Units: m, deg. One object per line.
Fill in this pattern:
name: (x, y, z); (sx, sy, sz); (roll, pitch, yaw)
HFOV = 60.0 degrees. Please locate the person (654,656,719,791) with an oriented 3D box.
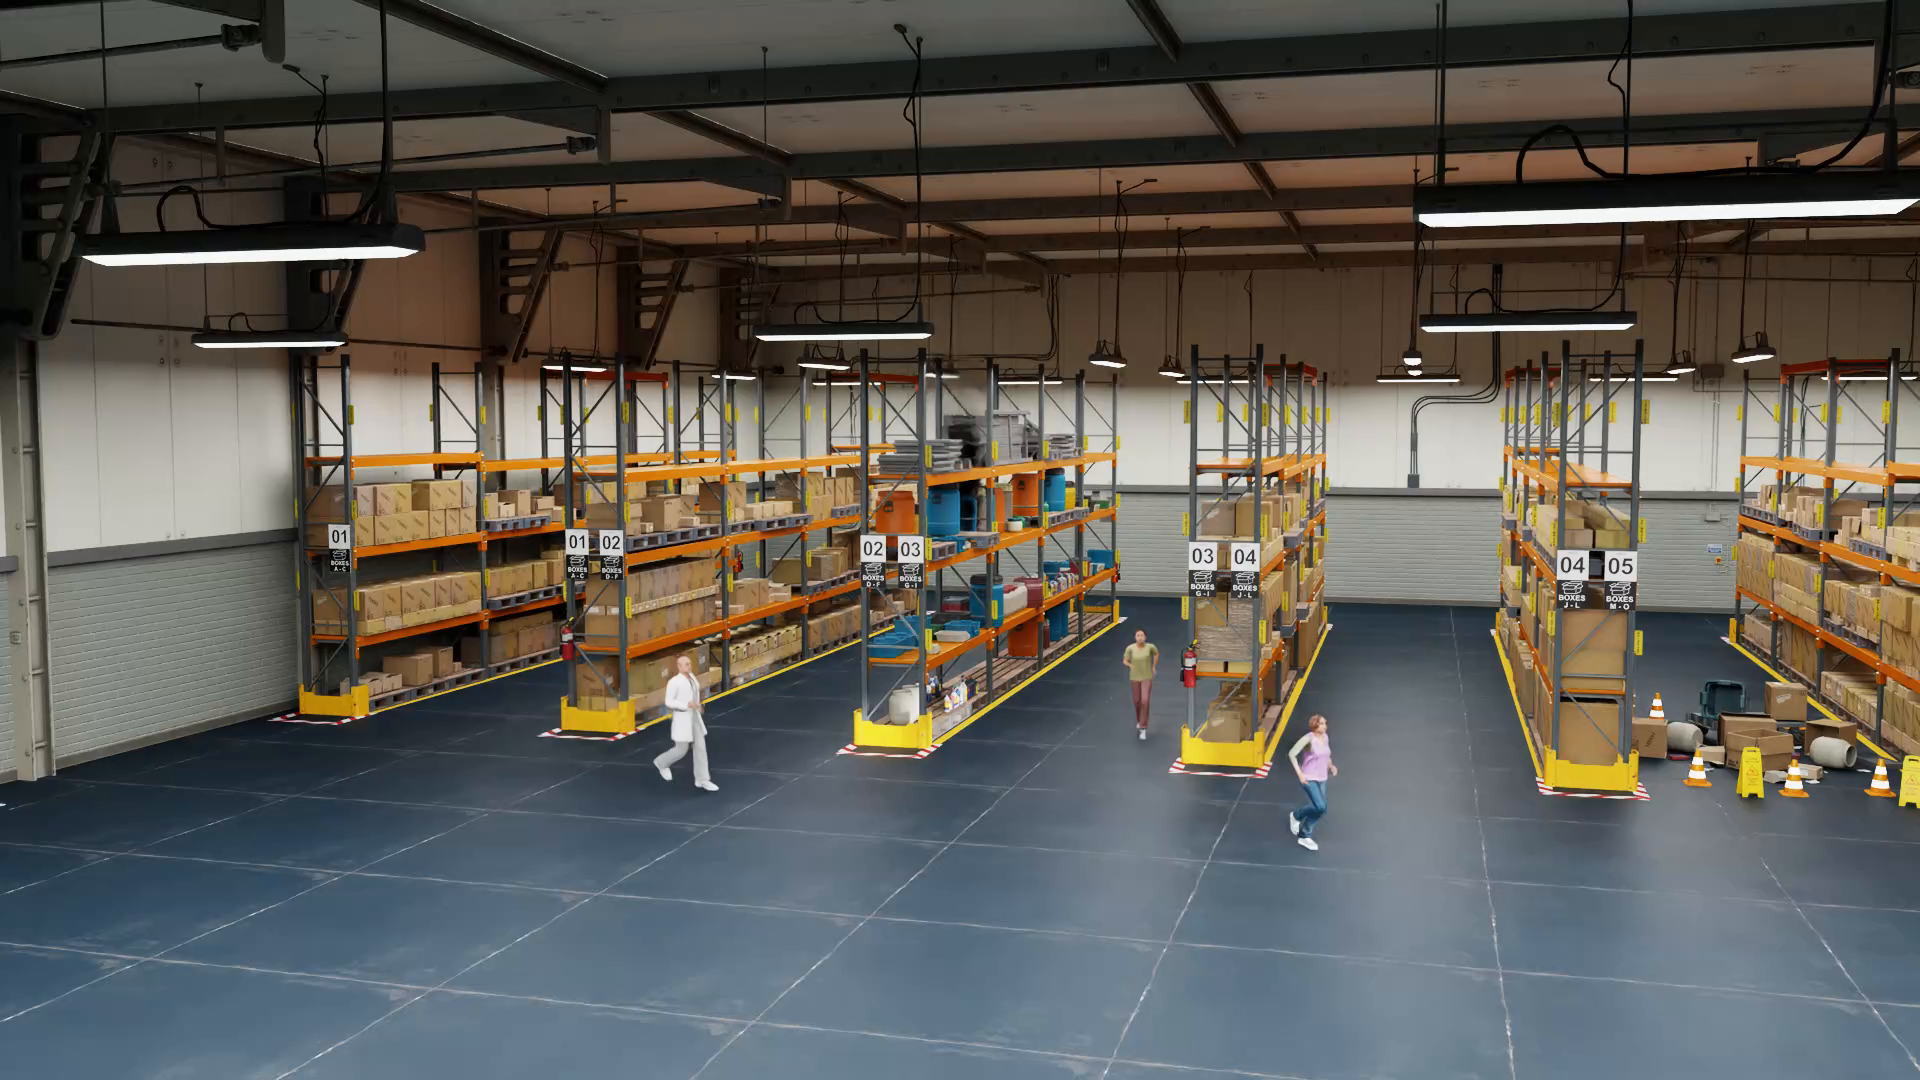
person: (-3.665, 2.433, 22.222); (1.040, 1.773, 0.710); (3, 5, 33)

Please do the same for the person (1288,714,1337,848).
person: (4.099, 2.799, 19.283); (0.549, 1.539, 0.526); (-4, 6, -39)

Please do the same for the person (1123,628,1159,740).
person: (2.824, 2.207, 26.060); (0.529, 1.696, 0.887); (1, 4, 15)
